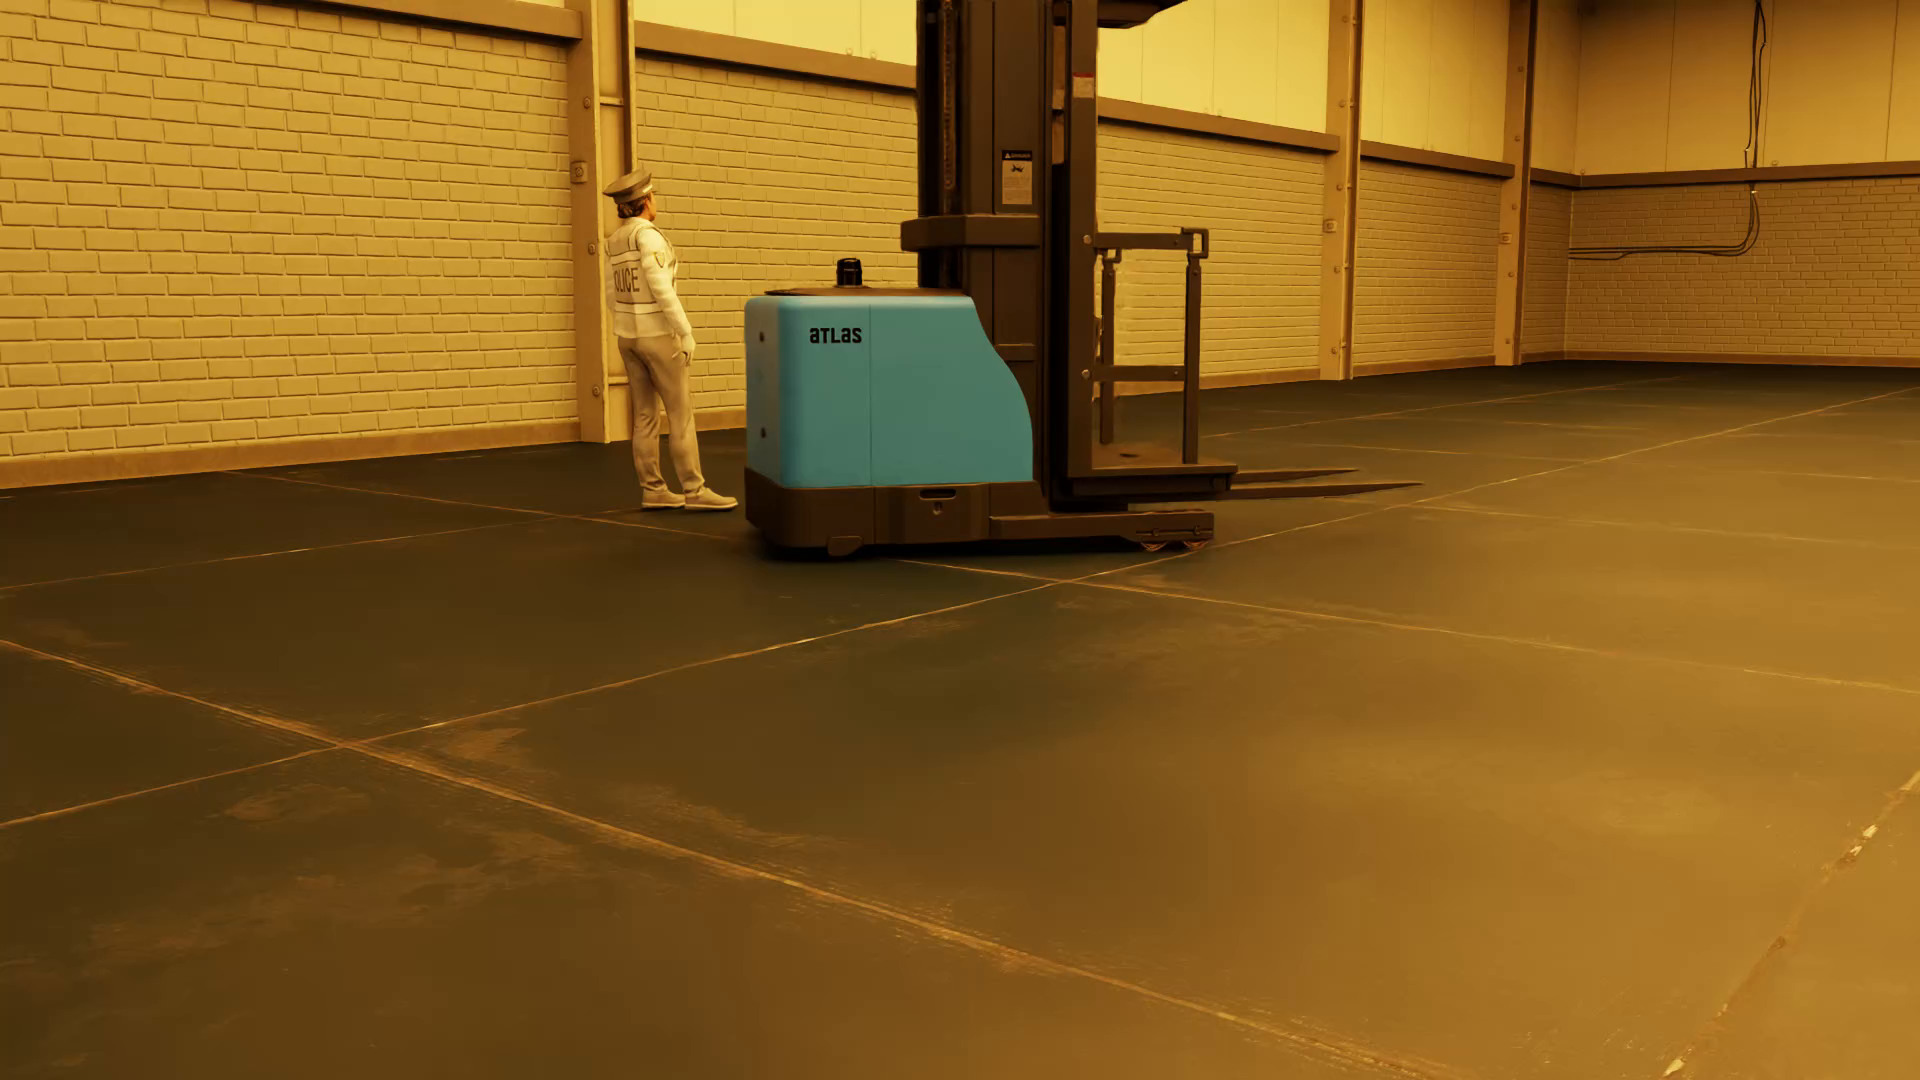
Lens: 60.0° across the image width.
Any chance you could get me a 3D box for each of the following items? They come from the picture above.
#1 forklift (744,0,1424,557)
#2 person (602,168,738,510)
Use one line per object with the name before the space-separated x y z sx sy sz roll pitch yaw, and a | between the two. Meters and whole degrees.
forklift | 0.595 -1.478 7.385 3.031 2.935 1.130 -2 9 -16
person | -1.496 -1.002 8.353 0.530 1.696 0.588 -8 11 -43
